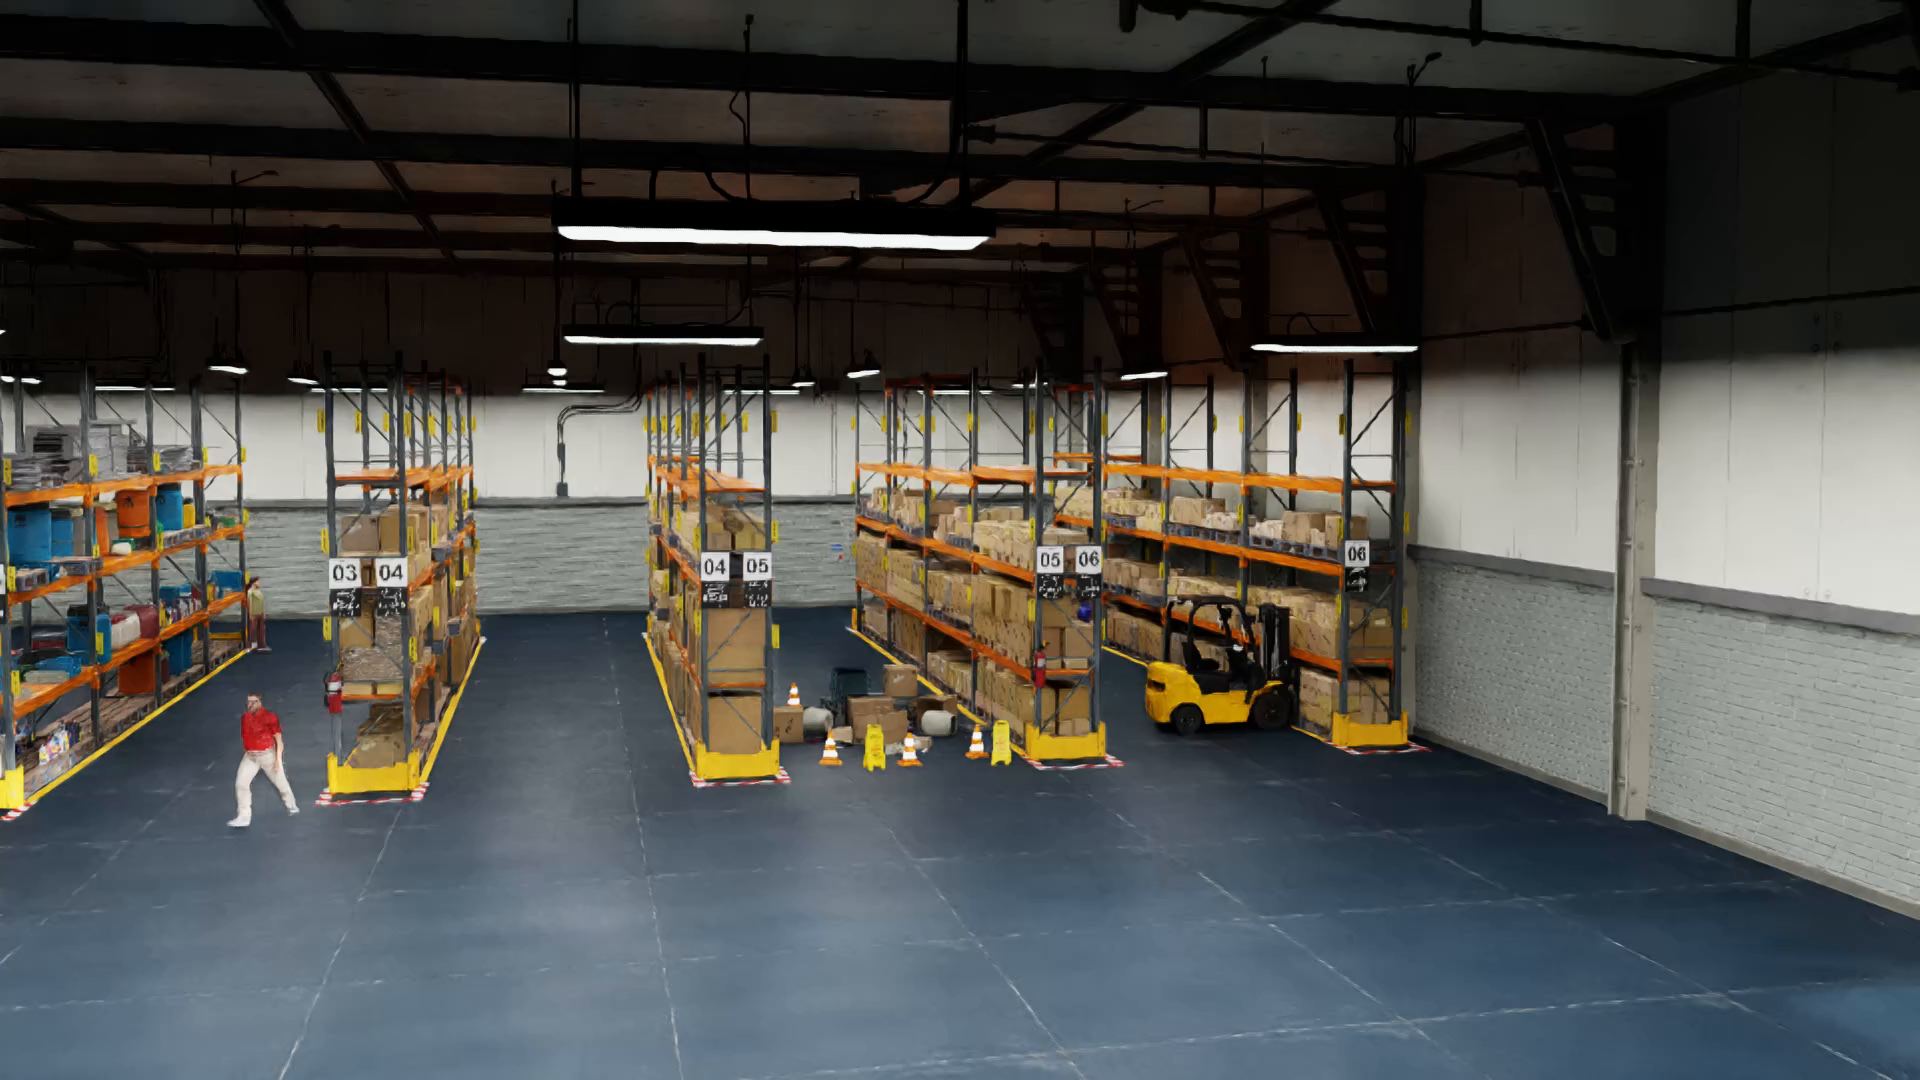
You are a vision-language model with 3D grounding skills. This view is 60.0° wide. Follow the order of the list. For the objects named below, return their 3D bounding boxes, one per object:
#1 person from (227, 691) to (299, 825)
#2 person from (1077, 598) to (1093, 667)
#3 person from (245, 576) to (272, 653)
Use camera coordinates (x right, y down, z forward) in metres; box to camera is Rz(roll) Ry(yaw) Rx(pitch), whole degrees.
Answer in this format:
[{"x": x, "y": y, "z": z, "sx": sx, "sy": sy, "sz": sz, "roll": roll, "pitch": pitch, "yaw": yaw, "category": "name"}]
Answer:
[{"x": -8.769, "y": 2.712, "z": 20.923, "sx": 0.584, "sy": 1.665, "sz": 0.974, "roll": 1, "pitch": 4, "yaw": 8, "category": "person"}, {"x": 2.475, "y": 1.854, "z": 33.202, "sx": 0.545, "sy": 1.652, "sz": 0.574, "roll": 1, "pitch": 4, "yaw": 14, "category": "person"}, {"x": -15.427, "y": 1.623, "z": 36.415, "sx": 0.410, "sy": 1.676, "sz": 0.609, "roll": 1, "pitch": 4, "yaw": 9, "category": "person"}]
